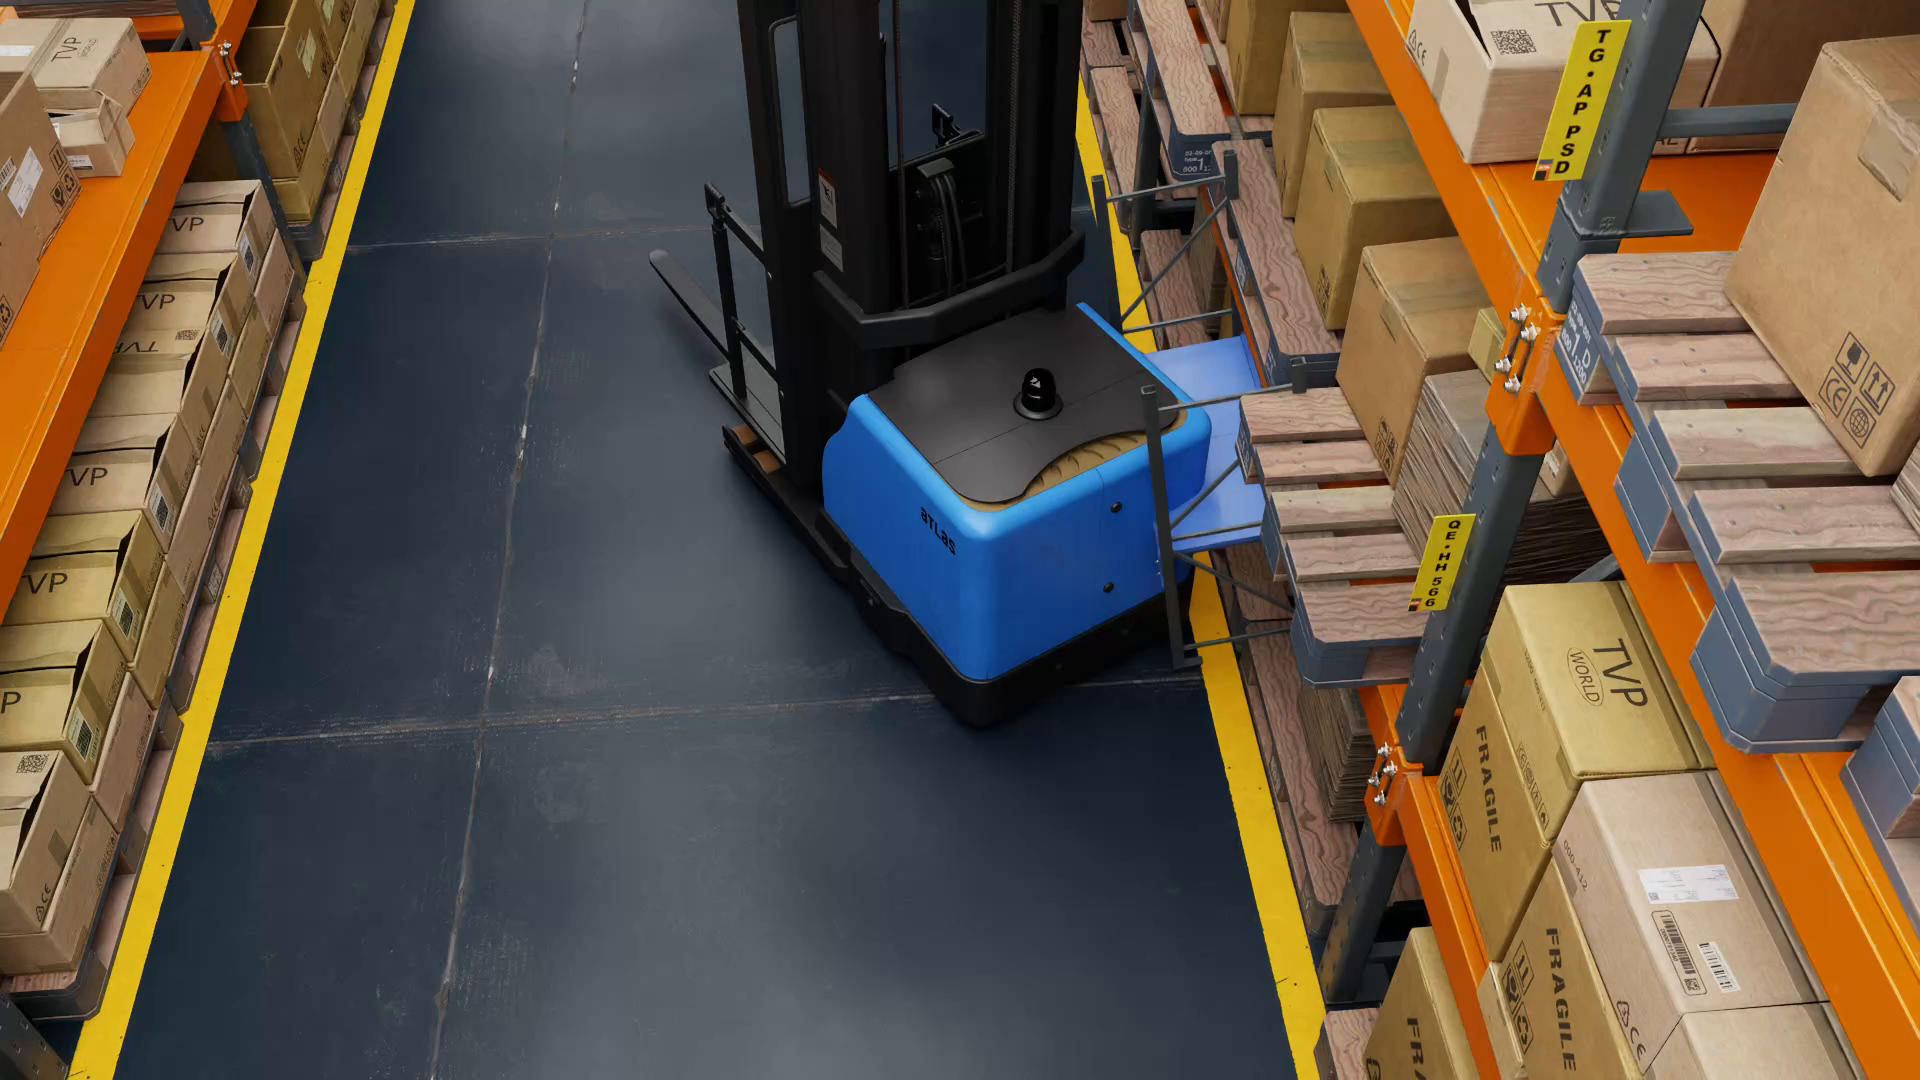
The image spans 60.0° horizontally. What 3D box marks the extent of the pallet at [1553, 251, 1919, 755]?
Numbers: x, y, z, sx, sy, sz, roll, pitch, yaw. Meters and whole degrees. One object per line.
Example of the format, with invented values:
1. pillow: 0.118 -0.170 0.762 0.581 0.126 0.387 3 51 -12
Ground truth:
1. pallet: 1.773 -0.116 2.858 1.213 0.211 1.003 -2 47 -1

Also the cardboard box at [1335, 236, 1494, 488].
1. cardboard box: 1.543 -0.540 4.824 0.700 0.500 0.500 -7 47 -7

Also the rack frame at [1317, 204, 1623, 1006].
1. rack frame: 1.667 0.388 4.317 1.000 3.000 0.127 -3 47 -3

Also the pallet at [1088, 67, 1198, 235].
1. pallet: 1.240 -2.031 8.528 1.003 0.211 1.213 -3 47 -3

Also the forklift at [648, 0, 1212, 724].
1. forklift: -0.341 -1.390 6.048 1.130 2.935 3.031 -25 52 -22

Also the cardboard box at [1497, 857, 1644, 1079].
1. cardboard box: 1.487 0.991 3.458 0.500 0.500 0.500 -2 47 -2

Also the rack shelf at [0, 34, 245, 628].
1. rack shelf: -3.437 -0.508 5.661 1.077 0.370 4.000 -3 47 -3

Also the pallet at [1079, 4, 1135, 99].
1. pallet: 1.135 -2.916 9.366 1.003 0.211 1.213 -3 47 -3

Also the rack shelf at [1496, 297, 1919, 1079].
1. rack shelf: 1.834 1.051 2.118 1.077 0.370 4.000 -3 47 -3

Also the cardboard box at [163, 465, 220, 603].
1. cardboard box: -3.156 -0.015 6.302 0.500 0.250 0.500 -3 47 -2

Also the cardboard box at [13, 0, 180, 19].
1. cardboard box: -3.648 -2.558 7.037 0.700 0.500 0.500 -5 47 -4

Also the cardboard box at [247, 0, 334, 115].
1. cardboard box: -3.381 -2.375 8.021 0.500 0.500 0.500 -3 47 -3

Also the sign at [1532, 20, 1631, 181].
1. sign: 1.126 -0.790 3.010 0.100 0.325 0.005 -3 47 -3

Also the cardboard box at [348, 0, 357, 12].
1. cardboard box: -3.459 -3.099 8.707 0.500 0.500 0.500 -3 47 -3

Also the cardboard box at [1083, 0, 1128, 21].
1. cardboard box: 1.024 -3.240 9.171 0.700 0.500 0.500 -6 47 -6

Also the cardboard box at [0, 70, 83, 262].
1. cardboard box: -3.512 -1.299 5.845 0.500 0.500 0.500 0 47 0

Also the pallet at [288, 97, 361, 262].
1. pallet: -3.629 -1.822 8.330 1.003 0.211 1.213 -3 47 -3

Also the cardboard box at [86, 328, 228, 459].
1. cardboard box: -3.195 -0.581 6.453 0.500 0.311 0.500 -4 47 -3

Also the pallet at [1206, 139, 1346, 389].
1. pallet: 1.460 -0.976 5.740 1.003 0.211 1.213 -3 47 -3

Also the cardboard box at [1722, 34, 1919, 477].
1. cardboard box: 1.764 -0.489 2.709 0.700 0.500 0.500 -7 47 -6

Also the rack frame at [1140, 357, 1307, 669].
1. rack frame: 0.918 -0.037 5.606 0.500 1.500 0.032 -10 51 4

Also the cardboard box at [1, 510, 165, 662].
1. cardboard box: -3.113 0.154 5.756 0.500 0.311 0.500 -5 47 -4

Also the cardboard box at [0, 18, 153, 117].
1. cardboard box: -3.520 -1.797 6.490 0.500 0.250 0.500 -1 47 -1

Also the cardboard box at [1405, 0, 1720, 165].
1. cardboard box: 1.337 -1.124 3.731 0.500 0.311 0.500 -3 47 -3

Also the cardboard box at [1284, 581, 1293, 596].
1. cardboard box: 1.557 -0.159 6.253 0.700 0.500 0.500 -4 47 -4

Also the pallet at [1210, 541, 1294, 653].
1. pallet: 1.504 -0.099 6.699 1.003 0.211 1.213 -3 47 -3

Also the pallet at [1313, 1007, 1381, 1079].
1. pallet: 1.657 1.922 4.785 1.003 0.211 1.213 -3 47 -3

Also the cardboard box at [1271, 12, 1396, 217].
1. cardboard box: 1.466 -1.442 5.678 0.700 0.500 0.500 2 47 2

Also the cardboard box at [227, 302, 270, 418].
1. cardboard box: -3.240 -0.753 7.002 0.500 0.250 0.500 -4 47 -4

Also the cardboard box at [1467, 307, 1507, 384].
1. cardboard box: 1.566 -0.501 4.340 0.380 0.149 0.250 -11 47 -10

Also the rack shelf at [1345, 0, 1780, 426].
1. rack shelf: 1.499 -1.843 4.859 1.077 0.370 4.000 -3 47 -3

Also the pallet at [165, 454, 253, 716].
1. pallet: -3.398 0.172 6.442 1.003 0.211 1.213 -3 47 -3

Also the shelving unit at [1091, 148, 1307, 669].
1. shelving unit: 0.868 -0.427 5.927 0.538 1.500 1.048 -10 51 4

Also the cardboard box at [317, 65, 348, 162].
1. cardboard box: -3.378 -2.117 8.294 0.500 0.250 0.500 -3 47 -3

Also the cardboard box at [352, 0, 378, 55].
1. cardboard box: -3.462 -2.841 8.979 0.500 0.250 0.500 -3 47 -3

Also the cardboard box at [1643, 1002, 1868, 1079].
1. cardboard box: 1.539 1.081 2.856 0.500 0.250 0.500 -3 47 -3

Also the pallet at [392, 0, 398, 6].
1. pallet: -3.833 -3.587 10.002 1.003 0.211 1.213 -3 47 -3

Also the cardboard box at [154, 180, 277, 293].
1. cardboard box: -3.285 -1.319 7.151 0.500 0.311 0.500 -3 47 -3

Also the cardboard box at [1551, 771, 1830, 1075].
1. cardboard box: 1.493 0.719 3.199 0.500 0.250 0.500 -4 47 -4

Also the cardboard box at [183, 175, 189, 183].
1. cardboard box: -3.861 -1.724 7.921 0.500 0.250 0.500 -3 47 -3

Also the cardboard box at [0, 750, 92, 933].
1. cardboard box: -3.021 0.903 5.047 0.500 0.311 0.500 -2 47 -2

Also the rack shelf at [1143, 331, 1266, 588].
1. rack shelf: 0.897 -0.317 6.066 0.538 0.185 1.000 -10 51 4

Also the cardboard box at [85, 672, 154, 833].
1. cardboard box: -3.064 0.732 5.595 0.500 0.250 0.500 -5 47 -4

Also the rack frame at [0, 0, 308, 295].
1. rack frame: -3.604 -2.202 6.770 1.000 3.000 0.127 -3 47 -3

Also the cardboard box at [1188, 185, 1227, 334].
1. cardboard box: 1.410 -1.266 7.302 0.700 0.500 0.500 -2 47 -2

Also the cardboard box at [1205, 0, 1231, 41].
1. cardboard box: 1.340 -2.322 6.511 0.700 0.500 0.500 -3 47 -3
